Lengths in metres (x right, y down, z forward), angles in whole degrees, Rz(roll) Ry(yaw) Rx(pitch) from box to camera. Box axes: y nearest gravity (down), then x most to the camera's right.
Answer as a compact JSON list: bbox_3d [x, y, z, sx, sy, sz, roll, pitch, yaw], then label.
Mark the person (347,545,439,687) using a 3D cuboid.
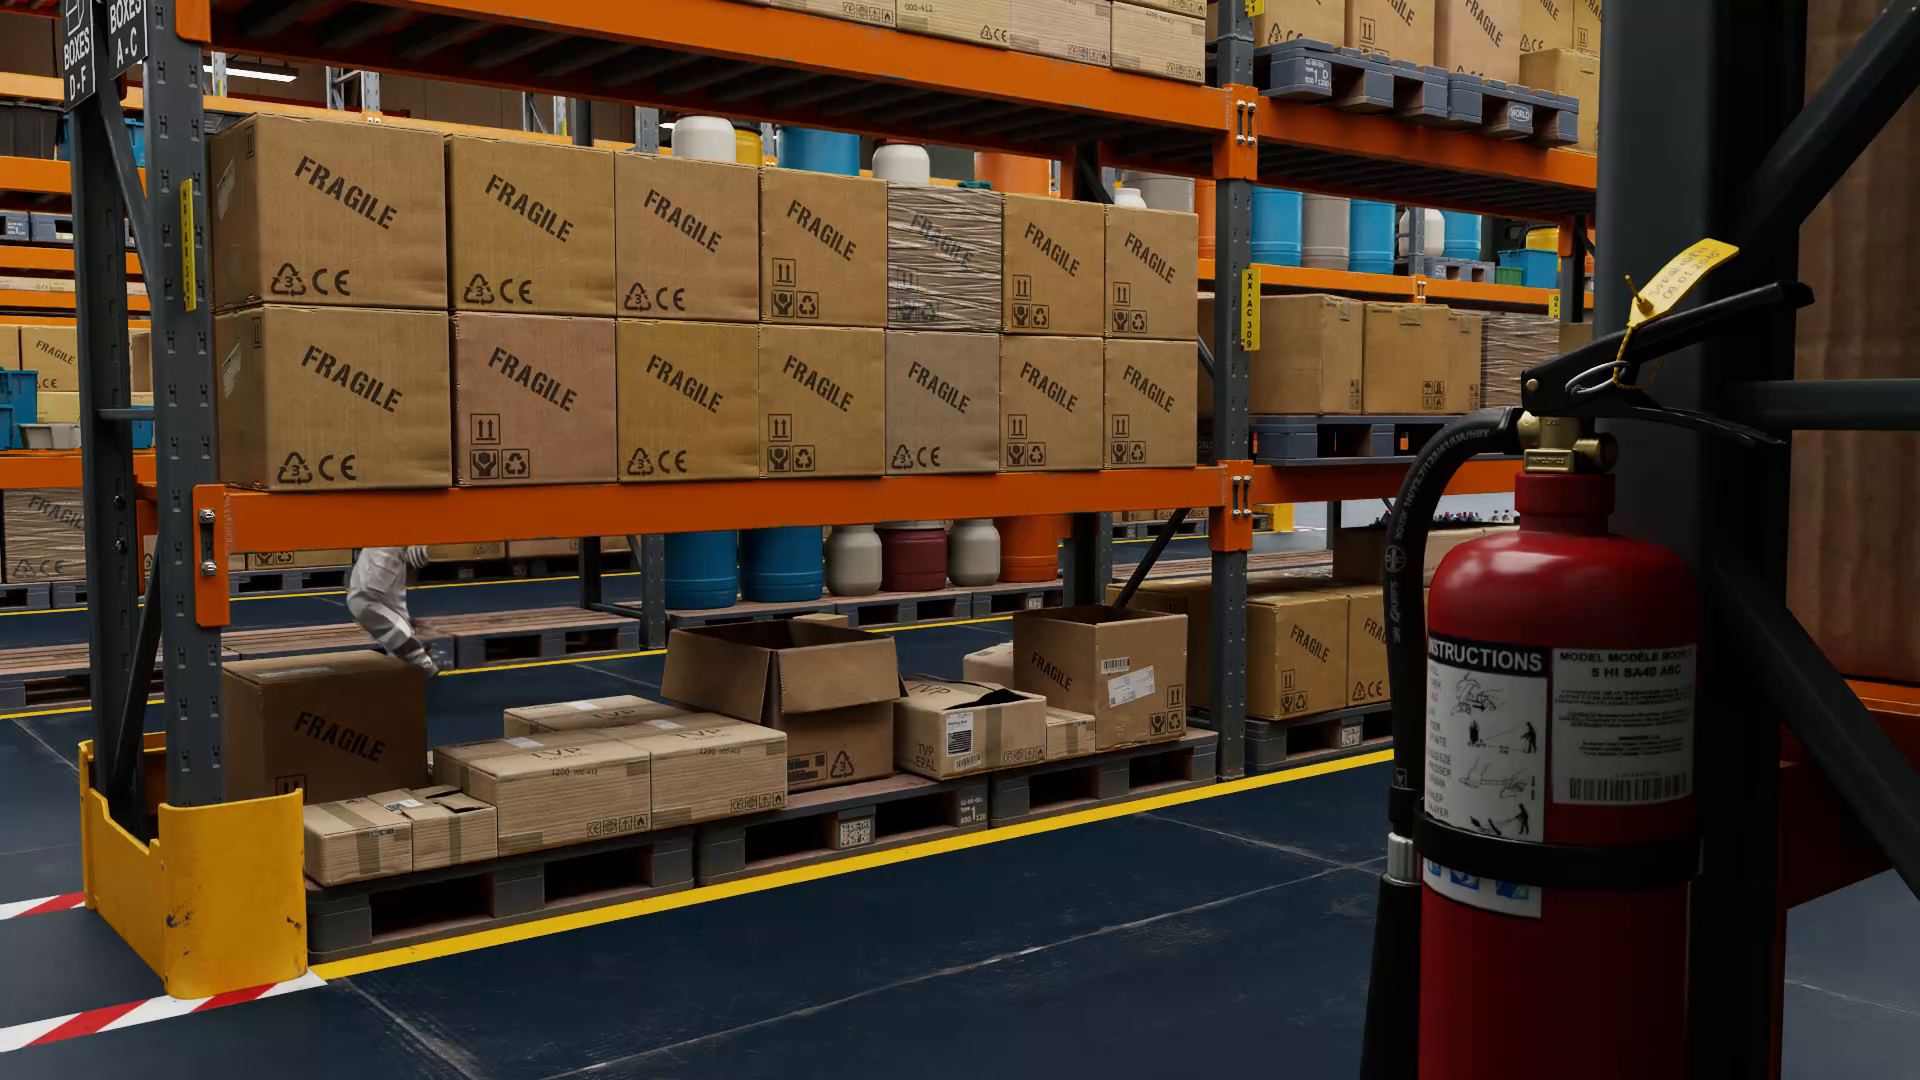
[{"bbox_3d":[-2.893,-0.030,8.364,0.448,1.795,0.534,-3,5,-32],"label":"person"}]
